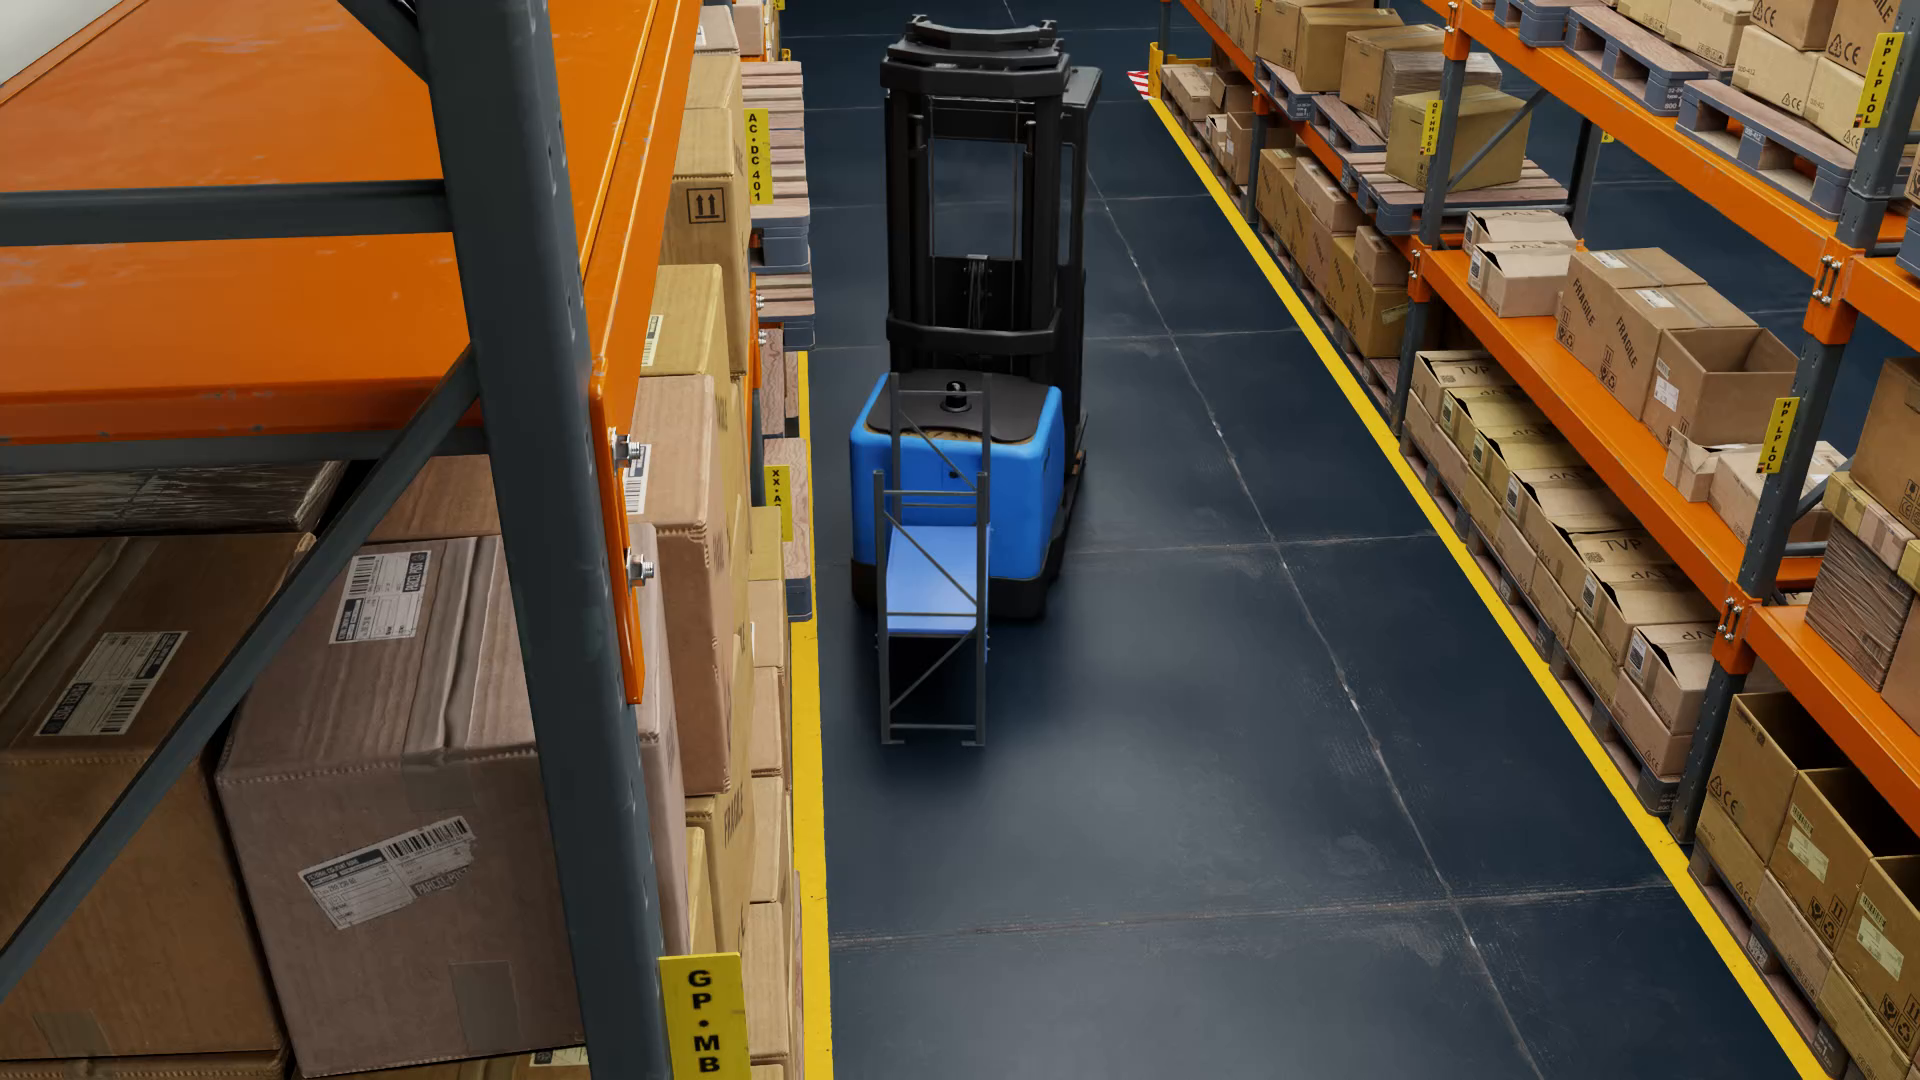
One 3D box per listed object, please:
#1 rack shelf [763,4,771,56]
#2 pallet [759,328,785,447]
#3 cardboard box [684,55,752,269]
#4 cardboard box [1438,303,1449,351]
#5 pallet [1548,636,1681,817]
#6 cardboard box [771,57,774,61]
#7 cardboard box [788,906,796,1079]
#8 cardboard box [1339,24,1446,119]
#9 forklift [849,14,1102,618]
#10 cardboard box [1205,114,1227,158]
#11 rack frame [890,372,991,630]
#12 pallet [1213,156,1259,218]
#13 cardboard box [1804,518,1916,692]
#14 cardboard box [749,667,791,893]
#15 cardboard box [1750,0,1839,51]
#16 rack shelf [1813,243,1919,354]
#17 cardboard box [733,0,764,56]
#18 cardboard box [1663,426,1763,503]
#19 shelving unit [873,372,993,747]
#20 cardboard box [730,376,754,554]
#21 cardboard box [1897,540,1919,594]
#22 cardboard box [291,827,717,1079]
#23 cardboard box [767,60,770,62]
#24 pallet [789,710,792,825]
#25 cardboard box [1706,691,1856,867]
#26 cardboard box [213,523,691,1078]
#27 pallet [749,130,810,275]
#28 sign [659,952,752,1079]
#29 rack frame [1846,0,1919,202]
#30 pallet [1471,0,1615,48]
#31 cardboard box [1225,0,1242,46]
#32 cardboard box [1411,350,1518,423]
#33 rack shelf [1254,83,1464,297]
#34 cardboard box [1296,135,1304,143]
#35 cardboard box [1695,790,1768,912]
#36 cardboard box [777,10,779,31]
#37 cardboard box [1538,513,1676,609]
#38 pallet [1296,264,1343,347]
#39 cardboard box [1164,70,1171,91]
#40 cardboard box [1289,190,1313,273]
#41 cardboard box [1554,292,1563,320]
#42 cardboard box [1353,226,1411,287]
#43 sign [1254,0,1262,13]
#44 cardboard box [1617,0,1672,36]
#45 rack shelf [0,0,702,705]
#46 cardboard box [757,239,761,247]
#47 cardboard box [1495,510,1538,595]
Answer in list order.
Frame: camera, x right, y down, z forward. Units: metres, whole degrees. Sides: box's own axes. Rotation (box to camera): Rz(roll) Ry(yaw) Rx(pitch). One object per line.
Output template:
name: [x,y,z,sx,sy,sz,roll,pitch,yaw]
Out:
rack shelf: [-1.780,-3.774,10.920,1.077,0.370,4.000,-3,31,-5]
pallet: [-1.367,-0.683,8.156,1.003,0.211,1.213,-3,31,-5]
cardboard box: [-0.840,-0.977,4.443,0.500,0.500,0.500,-1,31,-2]
cardboard box: [3.526,-1.642,11.583,0.500,0.500,0.500,-4,31,-6]
pallet: [3.605,0.852,8.118,1.003,0.211,1.213,-3,31,-5]
cardboard box: [-1.525,-3.000,11.441,0.500,0.500,0.500,-2,31,-3]
cardboard box: [-0.724,1.319,4.744,0.500,0.250,0.500,-2,31,-4]
cardboard box: [3.192,-3.380,11.976,0.700,0.500,0.500,-11,32,-17]
forklift: [0.184,-1.581,9.538,1.130,2.935,3.031,5,31,9]
cardboard box: [2.559,-3.750,15.297,0.500,0.311,0.500,-3,31,-5]
rack frame: [-0.096,-0.173,8.577,0.500,1.500,0.032,1,31,2]
pallet: [2.902,-3.209,14.917,1.003,0.211,1.213,-3,31,-5]
cardboard box: [3.760,0.212,6.372,0.700,0.500,0.500,-4,31,-6]
cardboard box: [-0.778,0.741,4.981,0.500,0.500,0.500,-4,31,-6]
cardboard box: [3.618,-2.303,6.761,0.500,0.500,0.500,0,31,0]
rack shelf: [3.900,0.071,4.483,1.077,0.370,4.000,-3,31,-5]
cardboard box: [-1.257,-2.678,8.450,0.500,0.311,0.500,-3,31,-5]
cardboard box: [3.448,-0.354,7.548,0.396,0.266,0.258,-3,31,-6]
shelving unit: [-0.114,0.087,8.141,0.538,1.500,1.048,1,31,2]
cardboard box: [-0.802,-0.285,4.261,0.500,0.500,0.500,-4,31,-7]
cardboard box: [3.594,0.114,5.905,0.380,0.149,0.250,-4,31,-6]
cardboard box: [-0.628,0.788,2.463,0.500,0.500,0.500,-2,31,-3]
cardboard box: [-1.429,-2.794,10.364,0.500,0.250,0.500,-3,31,-5]
pallet: [-1.293,1.068,7.757,1.003,0.211,1.213,-3,31,-5]
cardboard box: [3.444,0.959,6.760,0.500,0.500,0.500,-3,31,-5]
cardboard box: [-0.640,0.333,2.250,0.500,0.500,0.500,-5,31,-8]
pallet: [-1.171,-1.259,6.191,1.213,0.211,1.003,-3,31,-5]
sign: [-0.305,0.621,2.008,0.100,0.325,0.005,-3,31,-5]
rack frame: [3.713,-2.547,5.238,1.000,3.000,0.127,-3,31,-5]
pallet: [3.491,-2.878,8.902,1.213,0.211,1.003,-1,31,-2]
cardboard box: [2.614,-4.605,14.436,0.500,0.500,0.500,-2,31,-3]
cardboard box: [3.096,-0.973,10.178,0.500,0.311,0.500,-2,31,-3]
rack shelf: [3.152,-2.726,12.090,1.077,0.370,4.000,-3,31,-5]
cardboard box: [3.051,-3.694,15.343,0.380,0.166,0.250,-3,31,-5]
cardboard box: [3.454,1.280,6.954,0.500,0.250,0.500,-3,31,-5]
cardboard box: [-2.141,-4.967,14.848,0.980,0.700,0.700,-4,31,-7]
cardboard box: [3.290,0.075,8.425,0.500,0.311,0.500,-3,31,-5]
pallet: [3.196,-1.821,12.593,1.003,0.211,1.213,-3,31,-5]
cardboard box: [2.312,-4.713,17.048,0.380,0.166,0.250,-3,31,-5]
cardboard box: [2.868,-2.386,12.827,0.500,0.500,0.500,-2,31,-4]
cardboard box: [3.514,-1.257,9.175,0.380,0.149,0.250,-1,31,-1]
cardboard box: [3.008,-1.946,11.360,0.500,0.250,0.500,-2,31,-3]
sign: [2.426,-4.397,13.343,0.100,0.325,0.005,-3,31,-5]
cardboard box: [3.547,-2.629,8.038,0.500,0.250,0.500,-3,31,-6]
rack shelf: [-1.032,-0.976,3.314,1.077,0.370,4.000,-3,31,-5]
cardboard box: [-1.393,-1.854,10.155,0.380,0.149,0.250,-3,31,-5]
cardboard box: [3.245,0.052,9.010,0.500,0.250,0.500,-2,31,-4]
